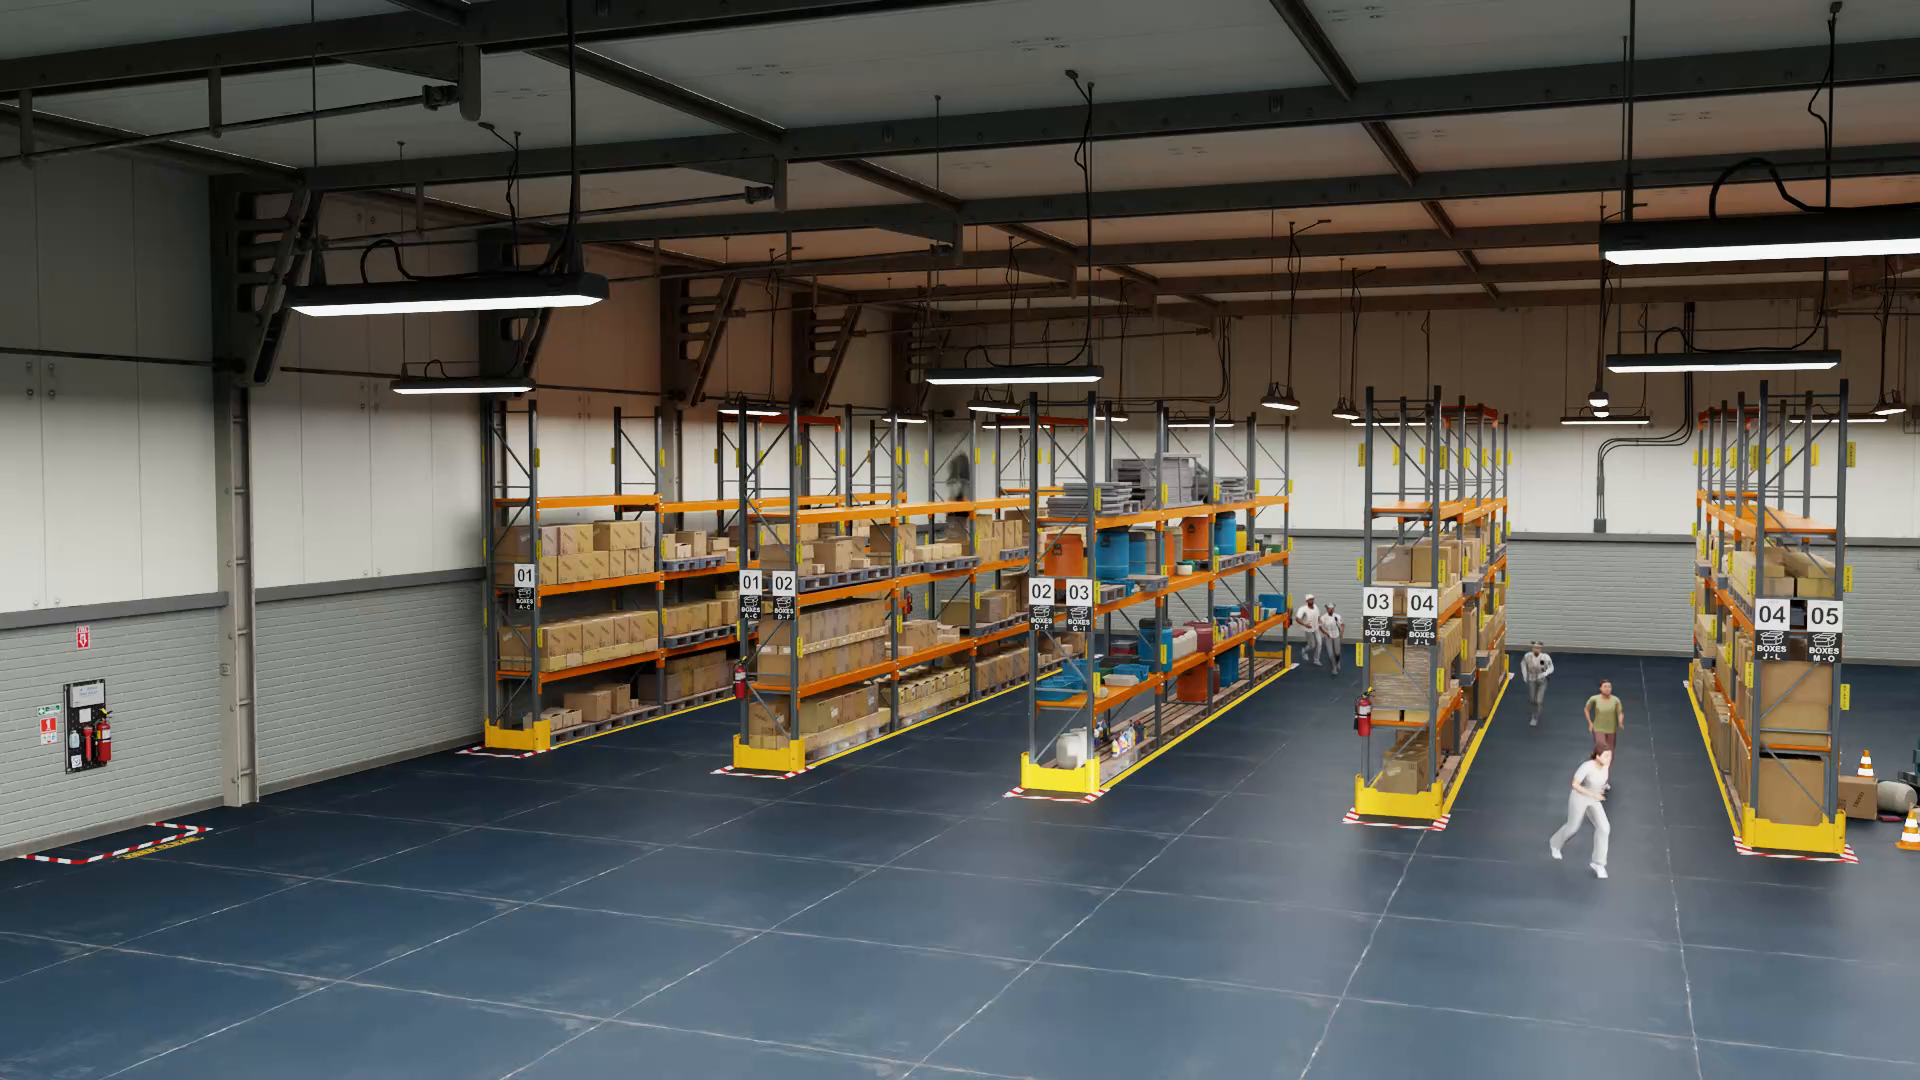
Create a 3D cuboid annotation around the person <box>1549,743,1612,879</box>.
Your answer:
[{"bbox_3d":[7.550,3.229,20.223,0.605,1.627,0.974,-1,3,-25],"label":"person"}]

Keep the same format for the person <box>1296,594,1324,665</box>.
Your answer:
[{"bbox_3d":[8.483,2.170,40.325,0.737,1.723,0.705,-1,3,-27],"label":"person"}]

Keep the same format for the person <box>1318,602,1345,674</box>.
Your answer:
[{"bbox_3d":[8.635,2.273,38.646,0.610,1.657,0.506,0,3,8],"label":"person"}]

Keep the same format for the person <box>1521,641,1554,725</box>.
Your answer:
[{"bbox_3d":[10.848,2.674,31.265,0.608,1.619,0.689,1,3,24],"label":"person"}]

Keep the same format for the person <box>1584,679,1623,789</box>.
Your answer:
[{"bbox_3d":[9.861,2.936,25.491,0.560,1.650,0.808,1,3,10],"label":"person"}]
